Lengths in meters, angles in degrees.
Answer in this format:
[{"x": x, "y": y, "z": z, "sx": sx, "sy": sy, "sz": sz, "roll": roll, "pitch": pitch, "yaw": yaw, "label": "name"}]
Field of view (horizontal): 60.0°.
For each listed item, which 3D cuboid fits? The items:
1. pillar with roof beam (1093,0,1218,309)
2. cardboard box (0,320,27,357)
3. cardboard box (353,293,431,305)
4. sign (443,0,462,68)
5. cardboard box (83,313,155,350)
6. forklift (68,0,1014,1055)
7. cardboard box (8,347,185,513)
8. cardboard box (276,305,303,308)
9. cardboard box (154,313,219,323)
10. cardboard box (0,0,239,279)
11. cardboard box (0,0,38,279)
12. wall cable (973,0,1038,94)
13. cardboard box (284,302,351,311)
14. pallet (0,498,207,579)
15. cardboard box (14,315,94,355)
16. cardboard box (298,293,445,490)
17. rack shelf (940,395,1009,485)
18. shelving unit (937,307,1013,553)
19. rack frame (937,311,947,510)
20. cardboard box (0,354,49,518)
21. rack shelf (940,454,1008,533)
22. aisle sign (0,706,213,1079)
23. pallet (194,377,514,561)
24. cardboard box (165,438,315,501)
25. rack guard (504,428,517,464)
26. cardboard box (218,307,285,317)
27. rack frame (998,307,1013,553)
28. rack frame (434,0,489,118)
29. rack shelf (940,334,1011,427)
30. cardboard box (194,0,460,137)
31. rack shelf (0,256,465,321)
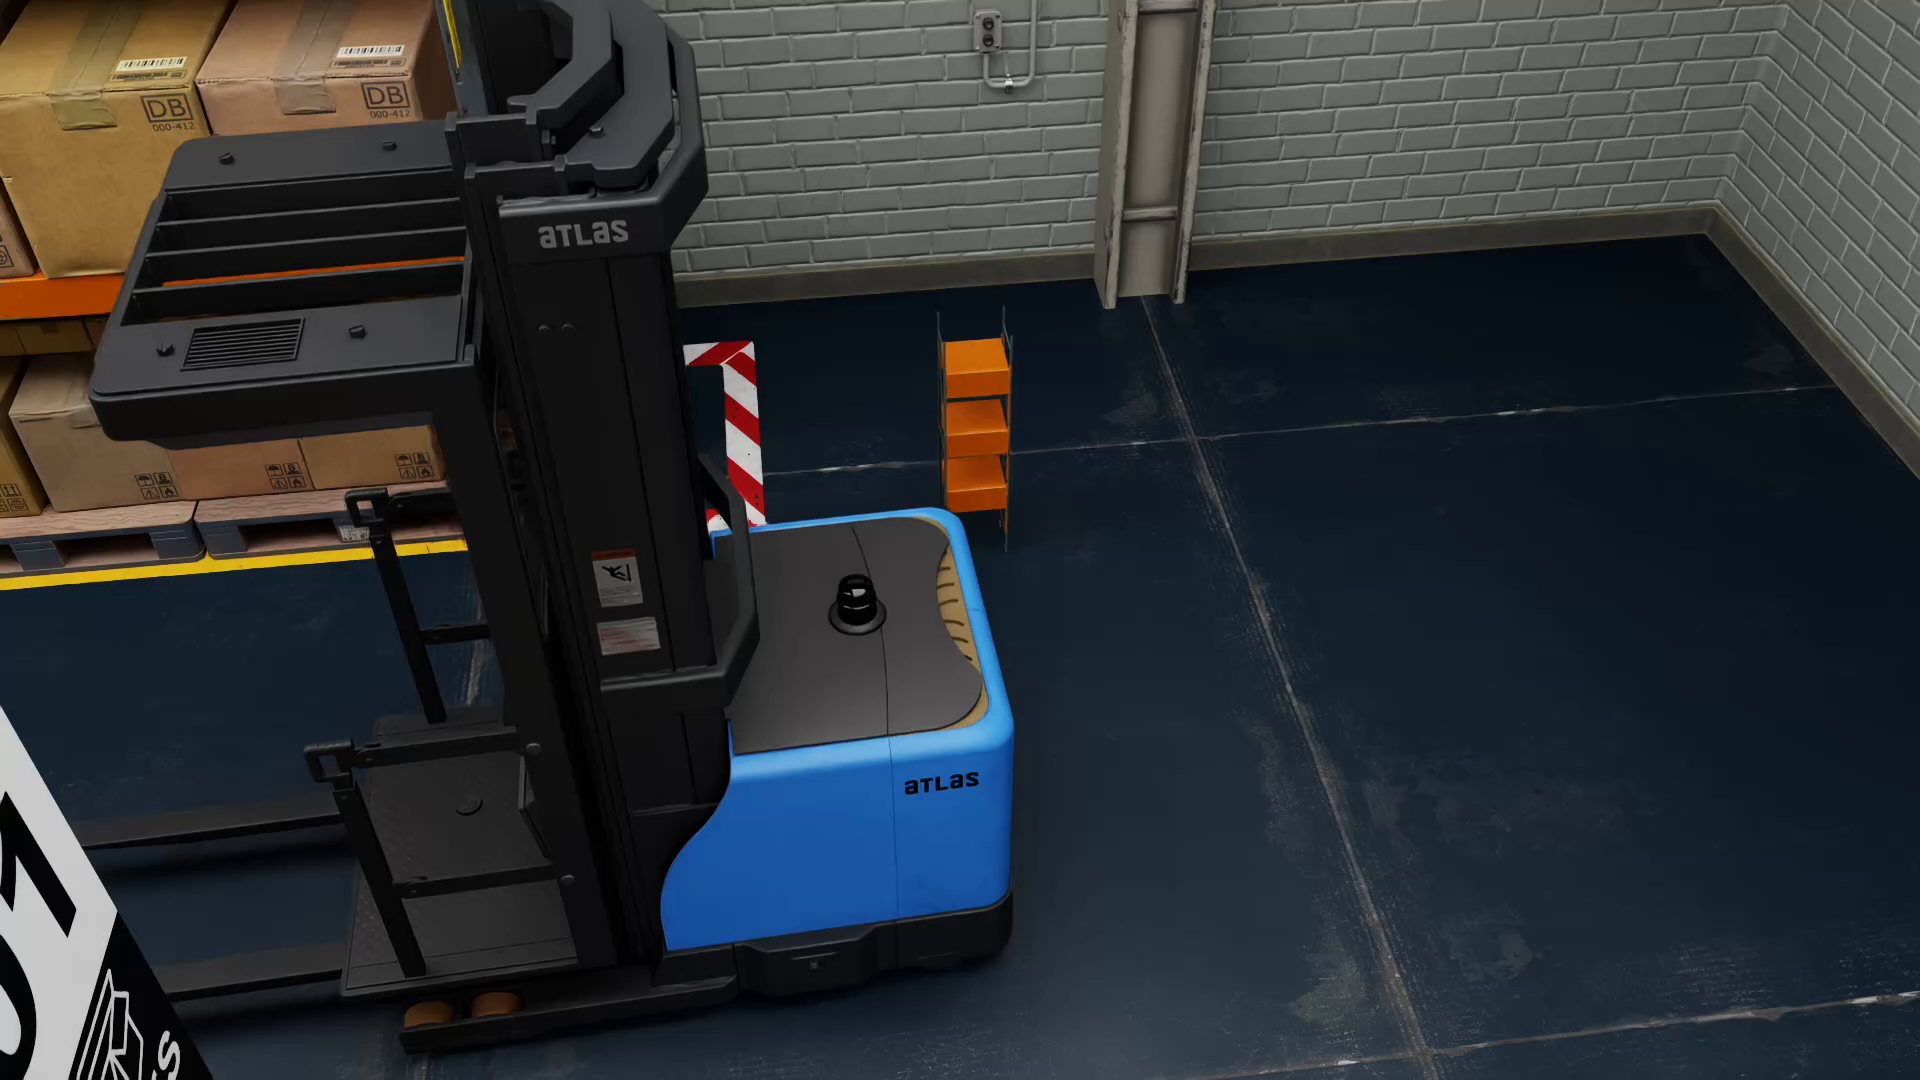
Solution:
[{"x": 1.427, "y": -1.711, "z": 1.928, "sx": 0.400, "sy": 9.000, "sz": 9.100, "roll": -5, "pitch": 42, "yaw": -6, "label": "pillar with roof beam"}, {"x": -3.787, "y": -0.886, "z": 6.561, "sx": 0.250, "sy": 0.149, "sz": 0.380, "roll": -6, "pitch": 42, "yaw": -6, "label": "cardboard box"}, {"x": -2.279, "y": -1.018, "z": 6.708, "sx": 0.250, "sy": 0.149, "sz": 0.380, "roll": -5, "pitch": 42, "yaw": -5, "label": "cardboard box"}, {"x": -1.639, "y": -1.690, "z": 5.342, "sx": 0.005, "sy": 0.325, "sz": 0.100, "roll": -5, "pitch": 42, "yaw": -6, "label": "sign"}, {"x": -3.282, "y": -0.930, "z": 6.610, "sx": 0.250, "sy": 0.149, "sz": 0.380, "roll": -4, "pitch": 42, "yaw": -5, "label": "cardboard box"}, {"x": -1.400, "y": 0.076, "z": 4.478, "sx": 3.031, "sy": 2.935, "sz": 1.130, "roll": -6, "pitch": 42, "yaw": -7, "label": "forklift"}, {"x": -3.372, "y": -0.546, "z": 6.669, "sx": 0.500, "sy": 0.500, "sz": 0.700, "roll": -6, "pitch": 42, "yaw": -7, "label": "cardboard box"}, {"x": -2.781, "y": -0.974, "z": 6.659, "sx": 0.250, "sy": 0.149, "sz": 0.380, "roll": -5, "pitch": 42, "yaw": -5, "label": "cardboard box"}, {"x": -3.030, "y": -0.953, "z": 6.635, "sx": 0.250, "sy": 0.149, "sz": 0.380, "roll": -5, "pitch": 42, "yaw": -5, "label": "cardboard box"}, {"x": -2.920, "y": -1.523, "z": 5.975, "sx": 0.700, "sy": 0.700, "sz": 0.980, "roll": -5, "pitch": 42, "yaw": -6, "label": "cardboard box"}, {"x": -3.678, "y": -1.463, "z": 5.909, "sx": 0.700, "sy": 0.700, "sz": 0.980, "roll": -7, "pitch": 43, "yaw": -8, "label": "cardboard box"}, {"x": -0.549, "y": -2.650, "z": 6.690, "sx": 1.851, "sy": 1.984, "sz": 0.084, "roll": -5, "pitch": 42, "yaw": -6, "label": "wall cable"}, {"x": -2.481, "y": -0.743, "z": 6.402, "sx": 0.250, "sy": 0.149, "sz": 0.380, "roll": -5, "pitch": 42, "yaw": -6, "label": "cardboard box"}, {"x": -3.686, "y": -0.273, "z": 6.895, "sx": 1.213, "sy": 0.211, "sz": 1.003, "roll": -5, "pitch": 42, "yaw": -6, "label": "pallet"}, {"x": -3.536, "y": -0.907, "z": 6.585, "sx": 0.250, "sy": 0.149, "sz": 0.380, "roll": -5, "pitch": 42, "yaw": -5, "label": "cardboard box"}, {"x": -2.377, "y": -0.634, "z": 6.766, "sx": 0.500, "sy": 0.500, "sz": 0.700, "roll": -5, "pitch": 42, "yaw": -6, "label": "cardboard box"}, {"x": 0.053, "y": -0.387, "z": 6.411, "sx": 0.240, "sy": 0.259, "sz": 0.215, "roll": -5, "pitch": 42, "yaw": -6, "label": "rack shelf"}, {"x": 0.053, "y": -0.394, "z": 6.404, "sx": 0.252, "sy": 1.050, "sz": 0.215, "roll": -5, "pitch": 42, "yaw": -6, "label": "shelving unit"}, {"x": -0.068, "y": -0.384, "z": 6.392, "sx": 0.008, "sy": 1.050, "sz": 0.200, "roll": -5, "pitch": 42, "yaw": -6, "label": "rack frame"}, {"x": -3.900, "y": -0.495, "z": 6.612, "sx": 0.500, "sy": 0.500, "sz": 0.700, "roll": -4, "pitch": 42, "yaw": -5, "label": "cardboard box"}, {"x": 0.053, "y": -0.180, "z": 6.597, "sx": 0.240, "sy": 0.259, "sz": 0.215, "roll": -5, "pitch": 42, "yaw": -6, "label": "rack shelf"}, {"x": -1.021, "y": 0.590, "z": 1.916, "sx": 0.004, "sy": 0.787, "sz": 0.394, "roll": -5, "pitch": 42, "yaw": -6, "label": "aisle sign"}, {"x": -2.479, "y": -0.376, "z": 7.010, "sx": 1.213, "sy": 0.211, "sz": 1.003, "roll": -5, "pitch": 42, "yaw": -6, "label": "pallet"}, {"x": -2.873, "y": -0.590, "z": 6.718, "sx": 0.500, "sy": 0.500, "sz": 0.700, "roll": -5, "pitch": 42, "yaw": -6, "label": "cardboard box"}, {"x": -1.672, "y": -0.607, "z": 7.050, "sx": 0.348, "sy": 0.500, "sz": 1.175, "roll": -5, "pitch": 42, "yaw": -6, "label": "rack guard"}, {"x": -2.734, "y": -0.720, "z": 6.377, "sx": 0.250, "sy": 0.149, "sz": 0.380, "roll": -4, "pitch": 42, "yaw": -4, "label": "cardboard box"}, {"x": 0.174, "y": -0.405, "z": 6.415, "sx": 0.008, "sy": 1.050, "sz": 0.200, "roll": -5, "pitch": 42, "yaw": -6, "label": "rack frame"}, {"x": -1.696, "y": -1.533, "z": 6.210, "sx": 0.127, "sy": 3.000, "sz": 1.000, "roll": -5, "pitch": 42, "yaw": -6, "label": "rack frame"}, {"x": 0.053, "y": -0.597, "z": 6.221, "sx": 0.240, "sy": 0.259, "sz": 0.215, "roll": -5, "pitch": 42, "yaw": -6, "label": "rack shelf"}, {"x": -2.200, "y": -1.594, "z": 6.054, "sx": 0.700, "sy": 0.700, "sz": 0.980, "roll": -3, "pitch": 42, "yaw": -4, "label": "cardboard box"}, {"x": -3.679, "y": -1.093, "z": 6.259, "sx": 4.000, "sy": 0.370, "sz": 1.077, "roll": -5, "pitch": 42, "yaw": -6, "label": "rack shelf"}]
